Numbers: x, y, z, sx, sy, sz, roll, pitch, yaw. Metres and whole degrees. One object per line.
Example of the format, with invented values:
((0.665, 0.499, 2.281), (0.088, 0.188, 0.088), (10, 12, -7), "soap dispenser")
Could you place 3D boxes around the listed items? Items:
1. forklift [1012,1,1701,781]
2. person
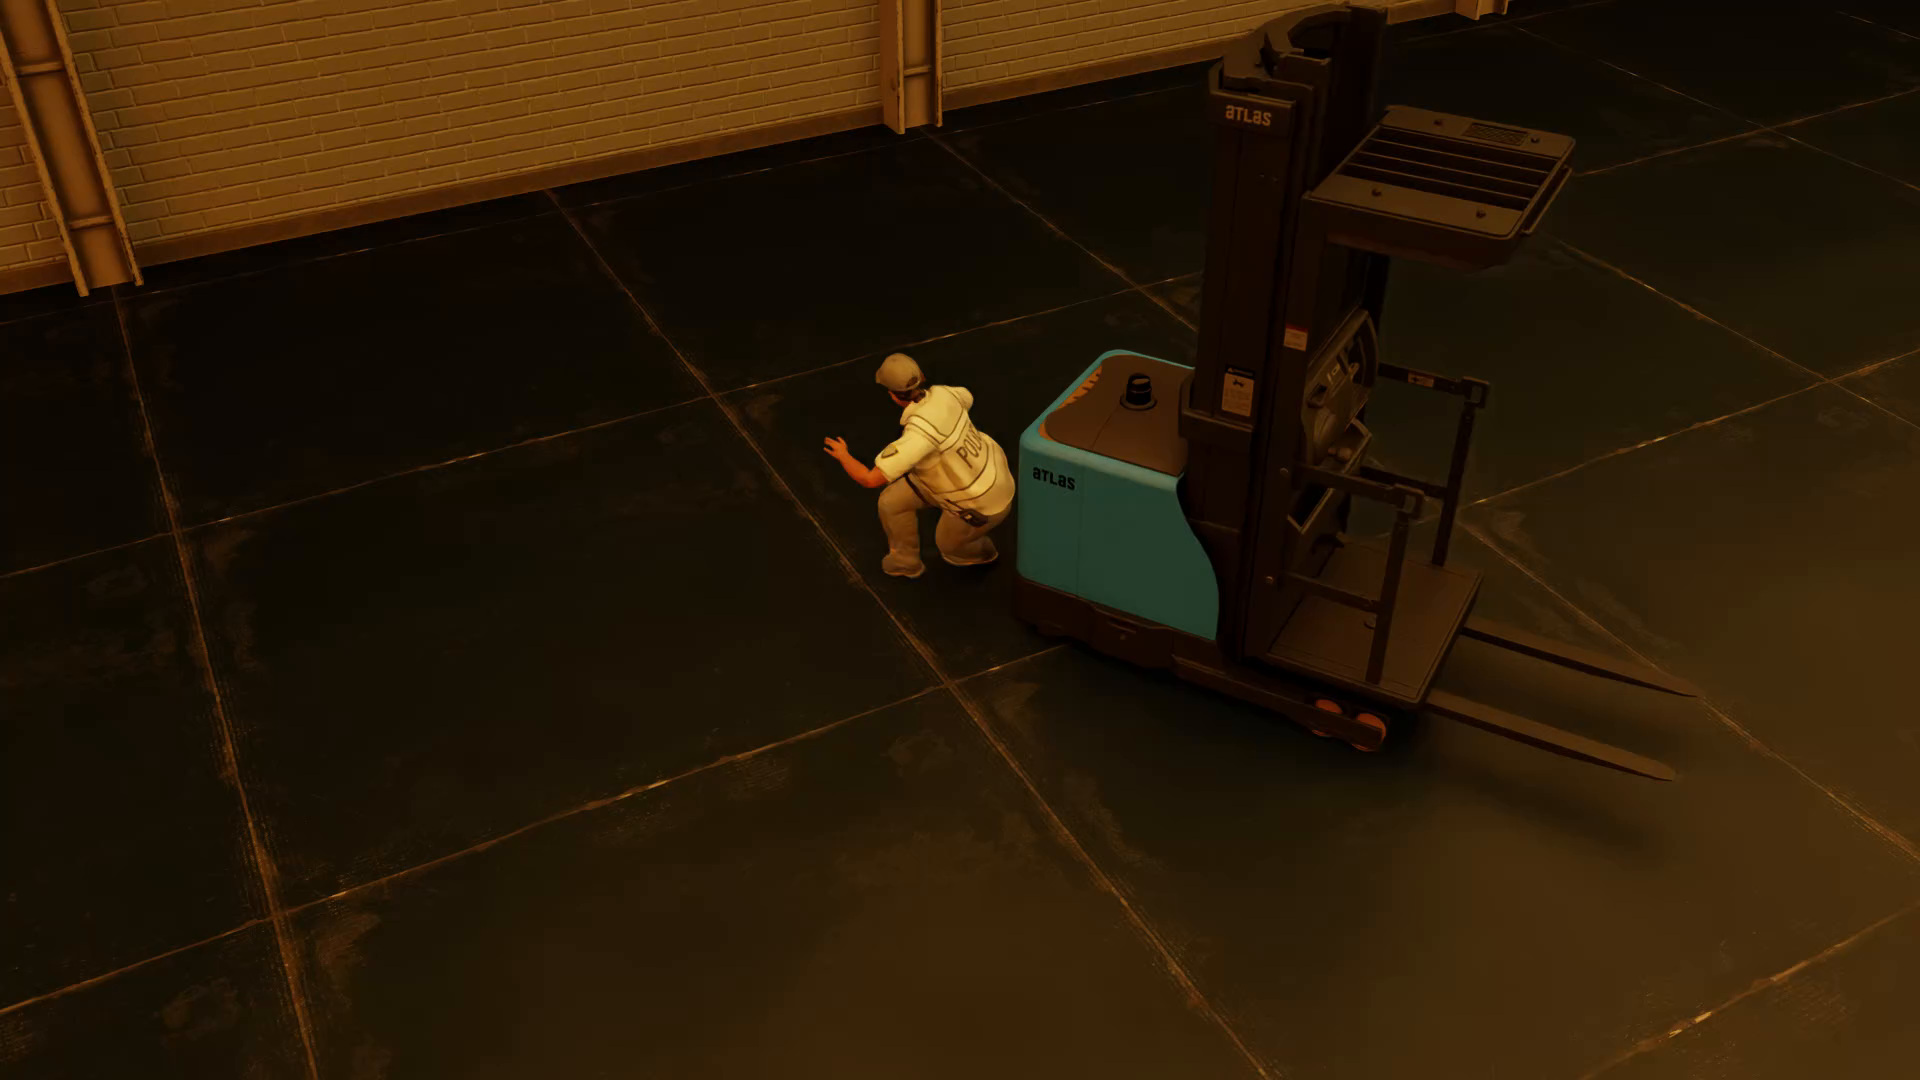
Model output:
((1.792, -0.616, 6.995), (3.031, 2.935, 1.130), (18, 39, 24), "forklift")
((-0.189, -0.297, 7.851), (0.881, 1.434, 0.921), (-1, 35, -1), "person")
